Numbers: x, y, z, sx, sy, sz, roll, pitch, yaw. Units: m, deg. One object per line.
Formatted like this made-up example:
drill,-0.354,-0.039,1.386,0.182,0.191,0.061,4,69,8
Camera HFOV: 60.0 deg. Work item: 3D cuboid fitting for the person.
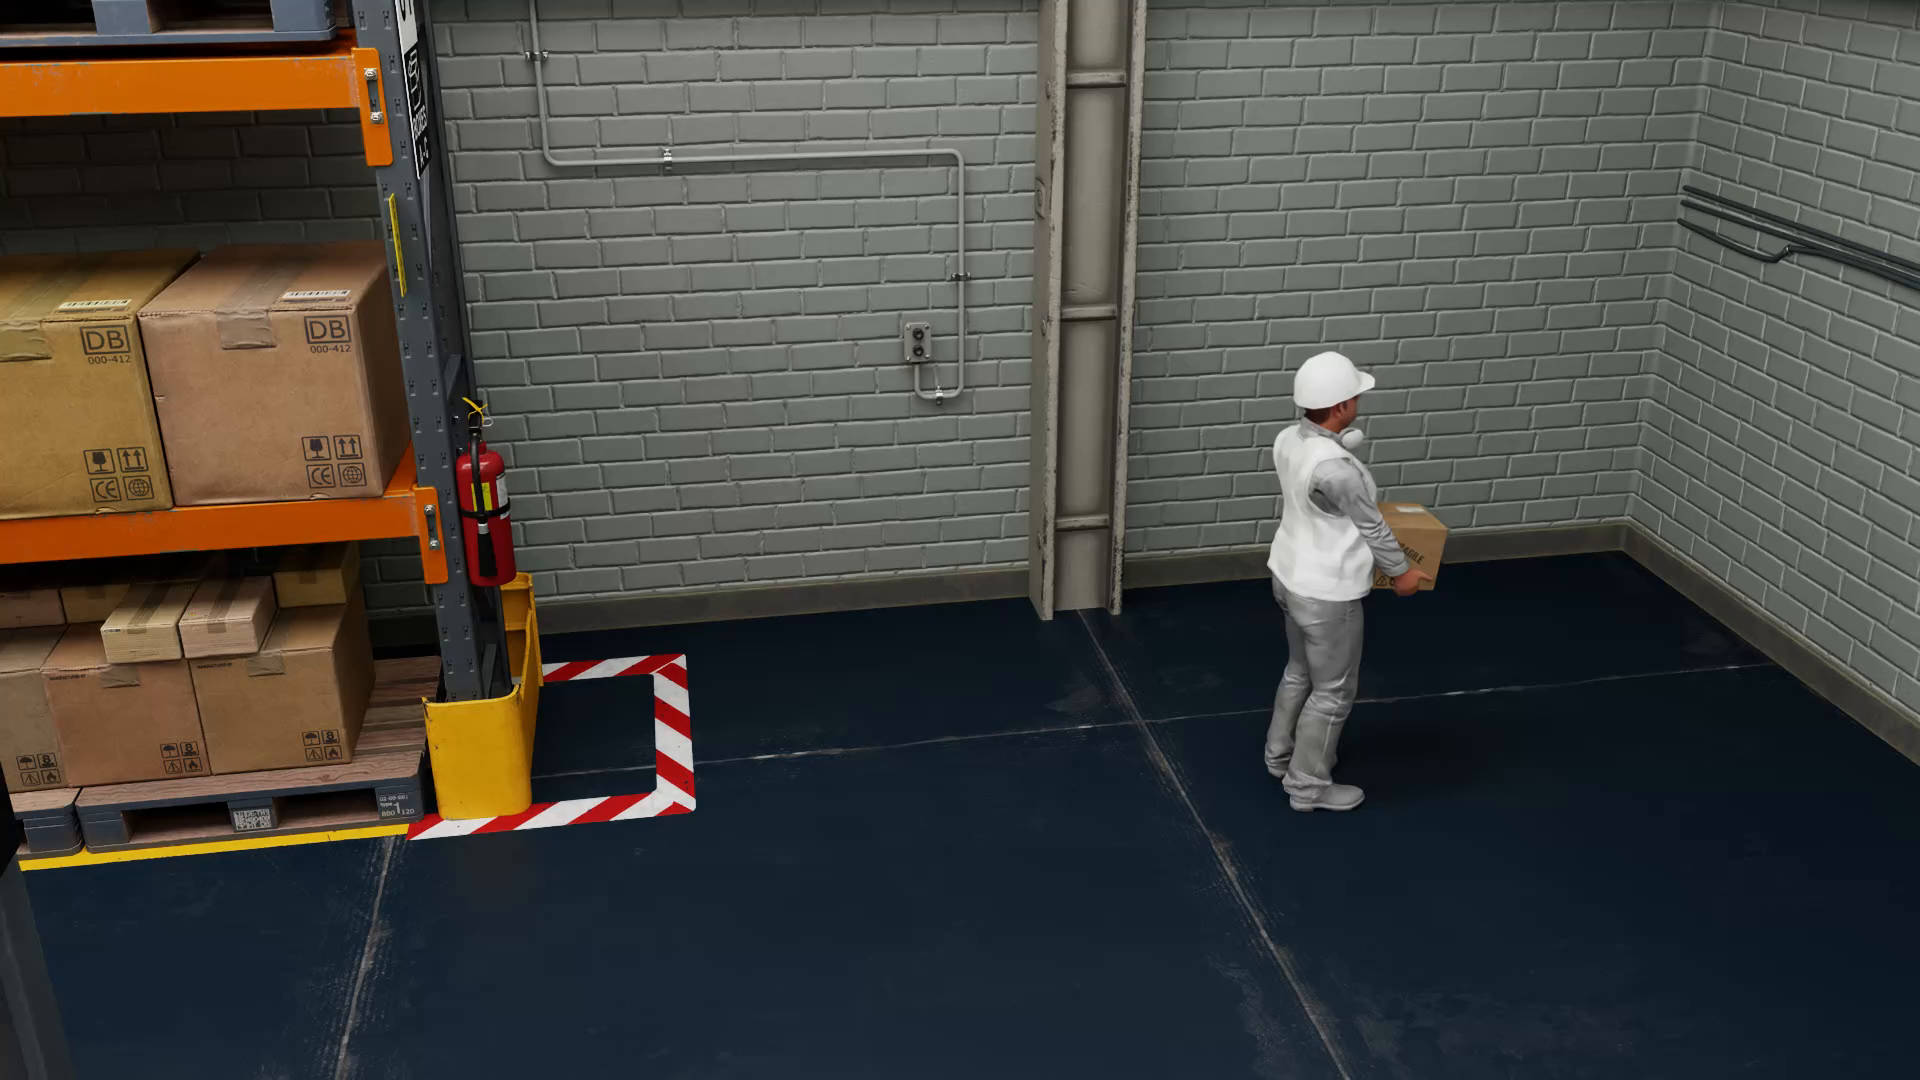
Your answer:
person,1.442,0.146,6.231,0.554,1.768,0.495,-4,23,-9
